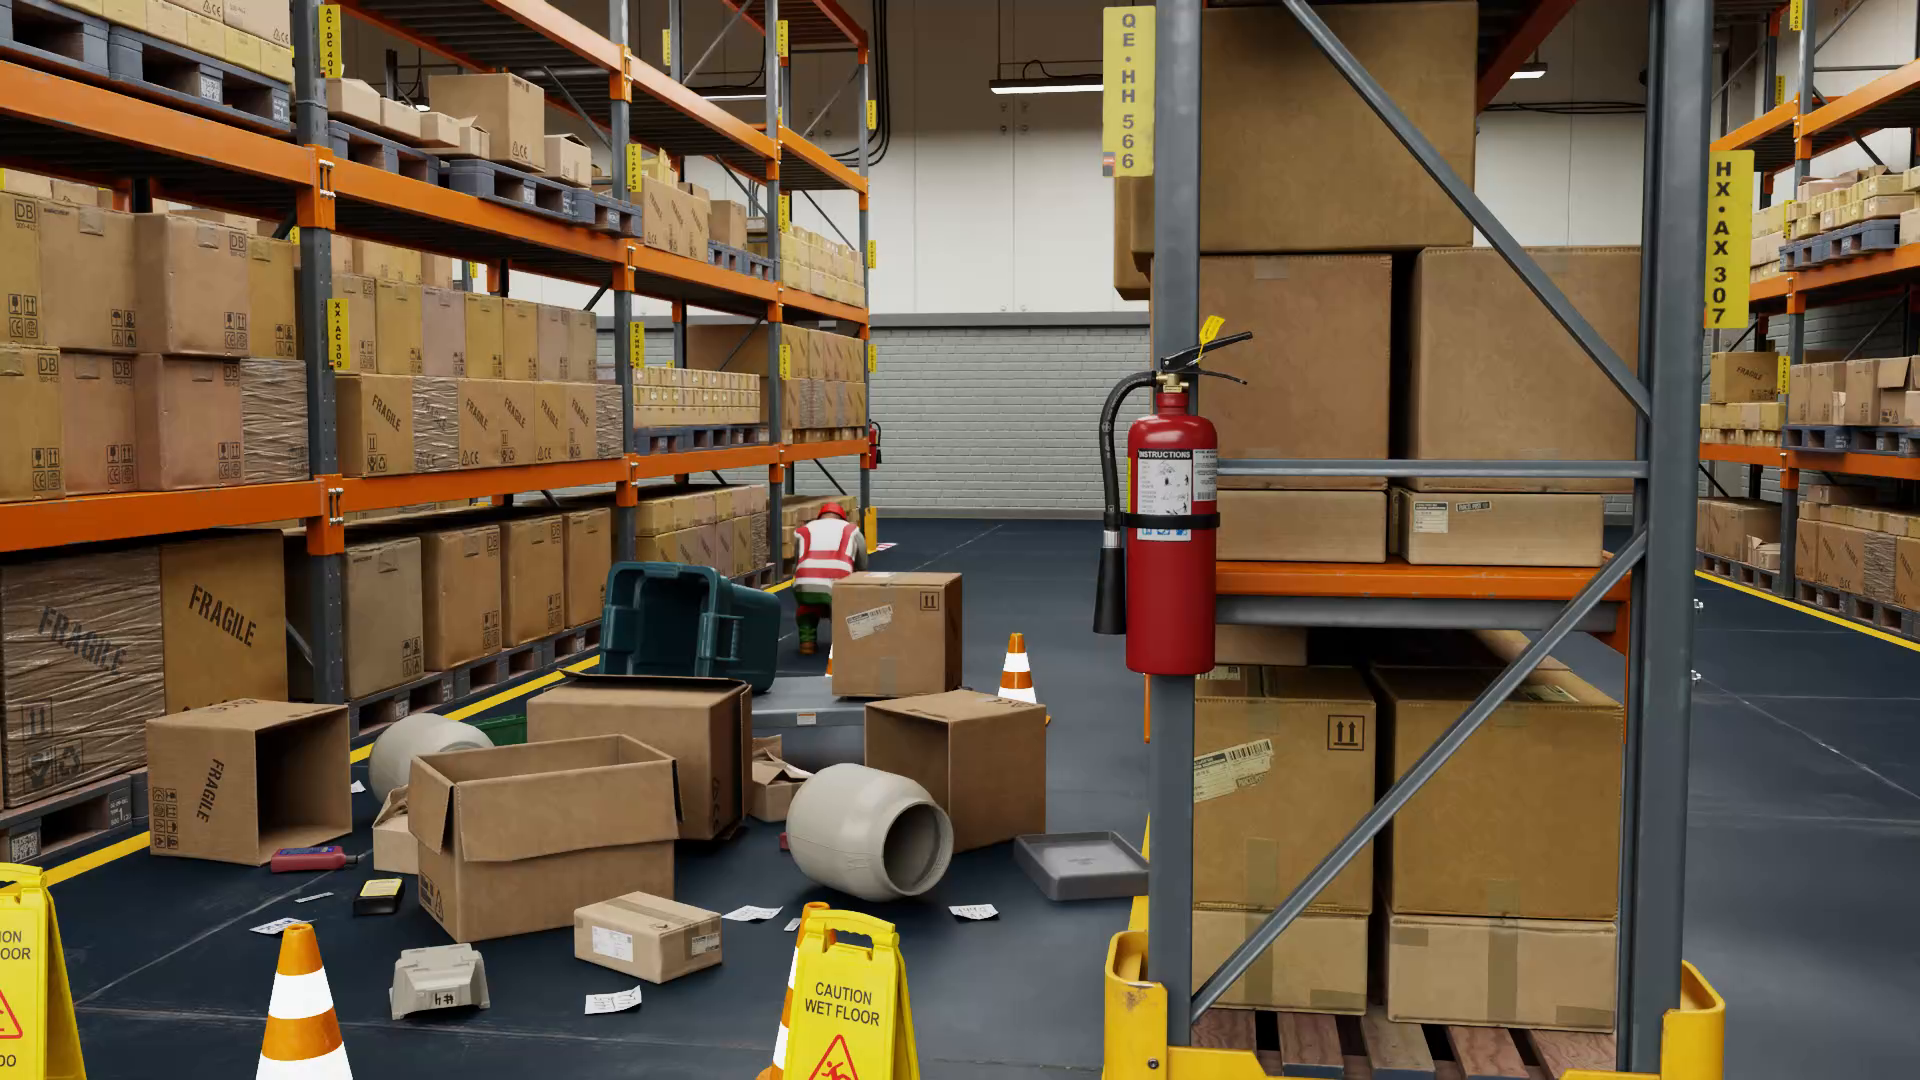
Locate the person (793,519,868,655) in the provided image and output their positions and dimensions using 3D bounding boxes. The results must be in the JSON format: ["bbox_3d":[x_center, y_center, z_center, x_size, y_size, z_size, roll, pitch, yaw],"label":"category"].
[{"bbox_3d":[-0.886,0.306,11.335,0.543,0.894,0.903,1,4,7],"label":"person"}]
